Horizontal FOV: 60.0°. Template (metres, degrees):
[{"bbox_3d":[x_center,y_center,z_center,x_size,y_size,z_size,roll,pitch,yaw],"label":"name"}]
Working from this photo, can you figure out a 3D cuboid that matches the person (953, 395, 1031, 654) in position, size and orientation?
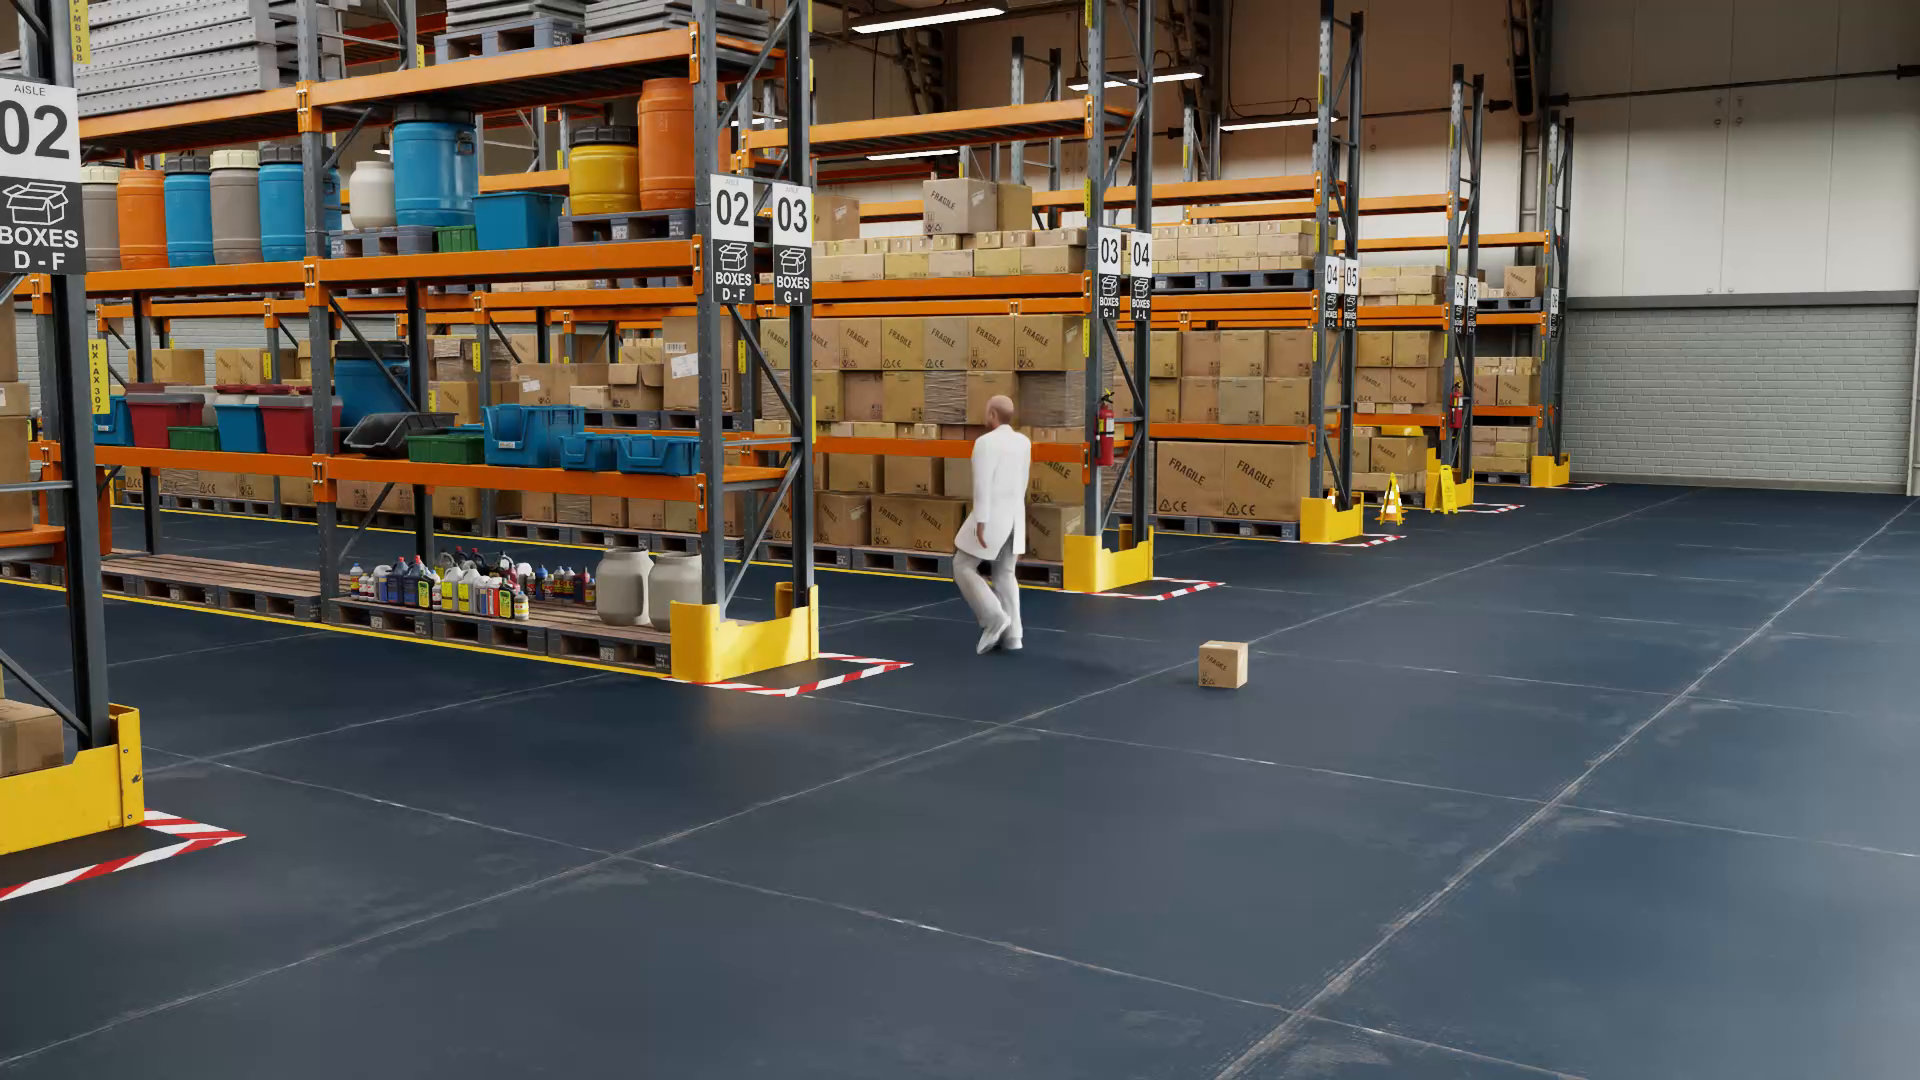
[{"bbox_3d":[0.243,-0.108,11.636,0.587,1.805,0.480,-6,9,-44],"label":"person"}]
